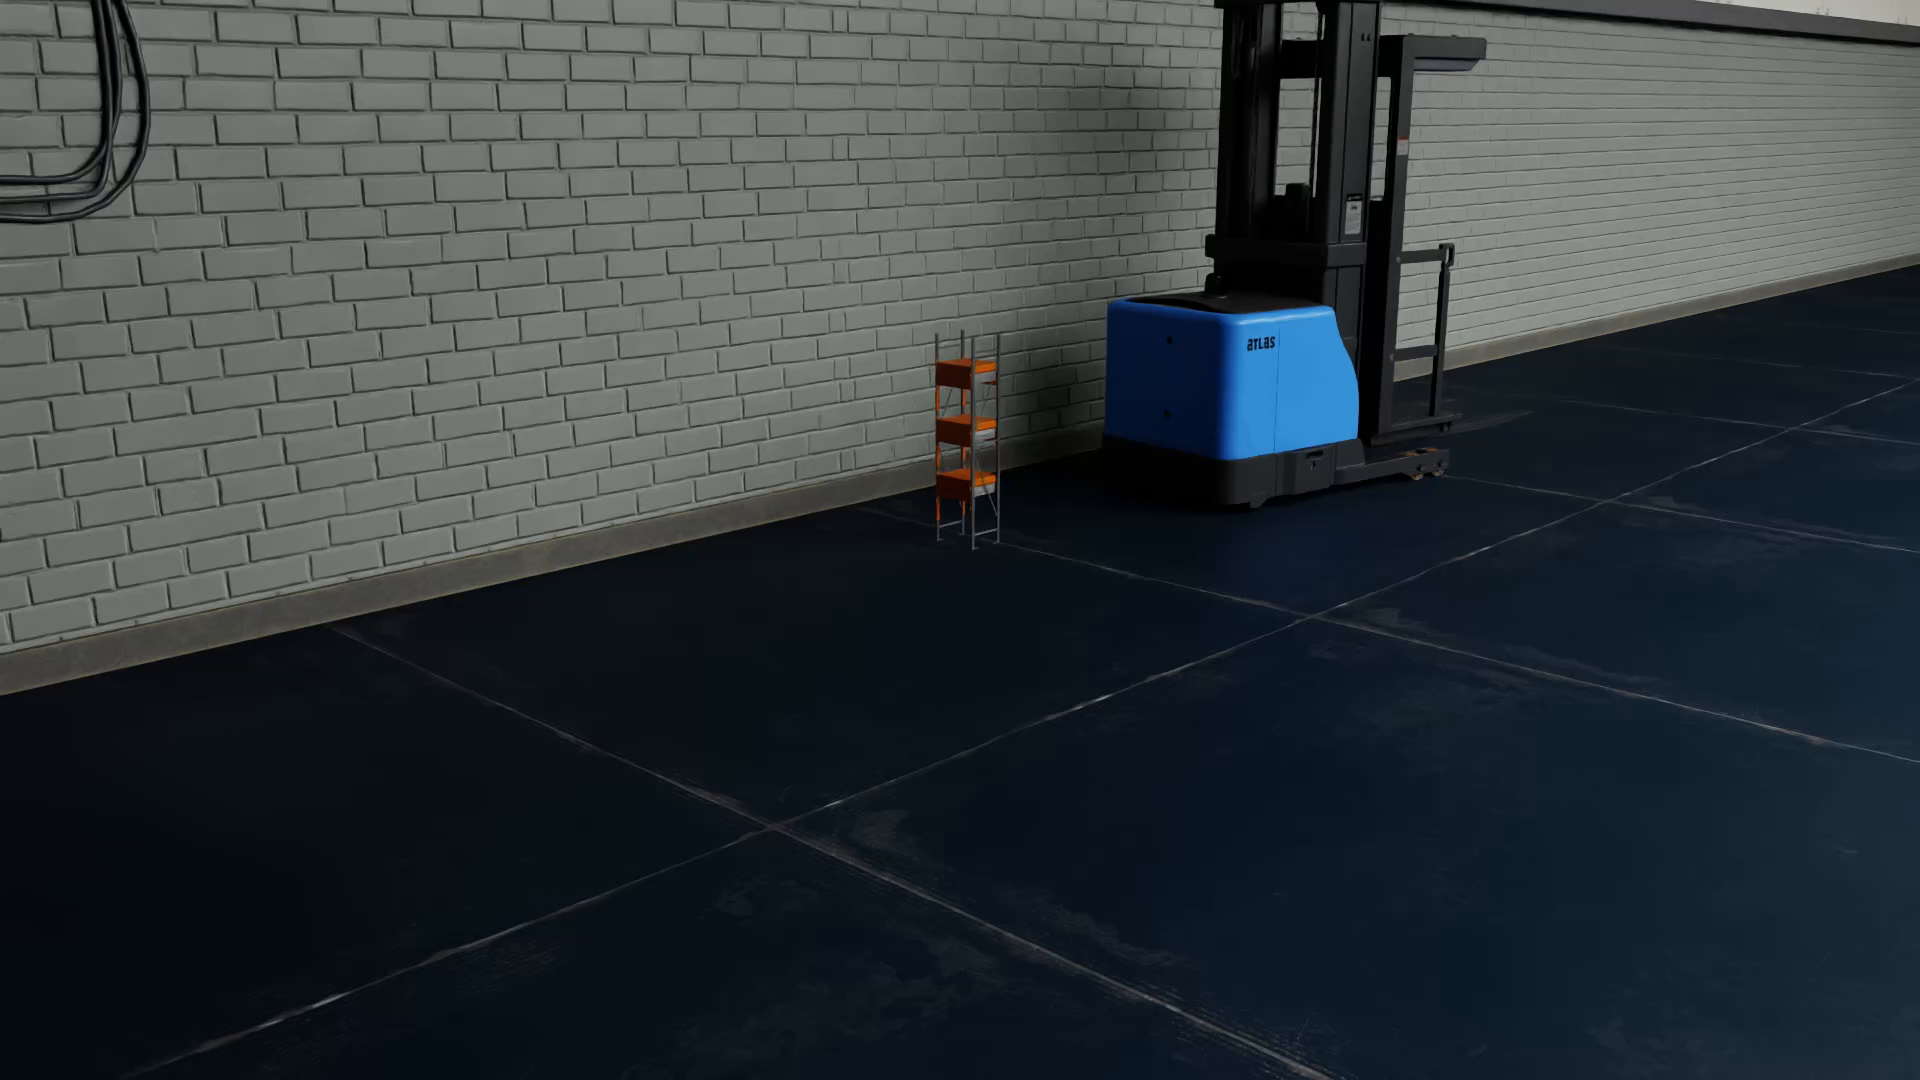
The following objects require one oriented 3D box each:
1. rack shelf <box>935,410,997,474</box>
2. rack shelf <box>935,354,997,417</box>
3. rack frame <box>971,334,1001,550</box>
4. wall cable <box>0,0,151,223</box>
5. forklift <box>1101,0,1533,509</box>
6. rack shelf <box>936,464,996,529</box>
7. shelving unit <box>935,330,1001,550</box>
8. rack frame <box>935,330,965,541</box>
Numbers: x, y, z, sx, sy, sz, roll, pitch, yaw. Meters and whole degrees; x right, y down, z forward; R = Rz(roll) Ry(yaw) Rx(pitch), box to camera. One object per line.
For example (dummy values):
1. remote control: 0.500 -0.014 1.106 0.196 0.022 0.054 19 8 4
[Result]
1. rack shelf: 0.039 -0.488 8.257 0.240 0.259 0.215 14 20 42
2. rack shelf: 0.039 -0.763 8.185 0.240 0.259 0.215 14 20 42
3. rack frame: 0.126 -0.477 8.172 0.008 1.050 0.200 14 20 42
4. wall cable: -4.073 -2.130 4.910 0.112 2.526 3.097 14 20 42
5. forklift: 2.291 -1.863 9.759 3.031 2.935 1.130 -11 18 -36
6. rack shelf: 0.039 -0.219 8.327 0.240 0.259 0.215 14 20 42
7. shelving unit: 0.039 -0.499 8.254 0.252 1.050 0.215 14 20 42
8. rack frame: -0.049 -0.520 8.336 0.008 1.050 0.200 14 20 42
